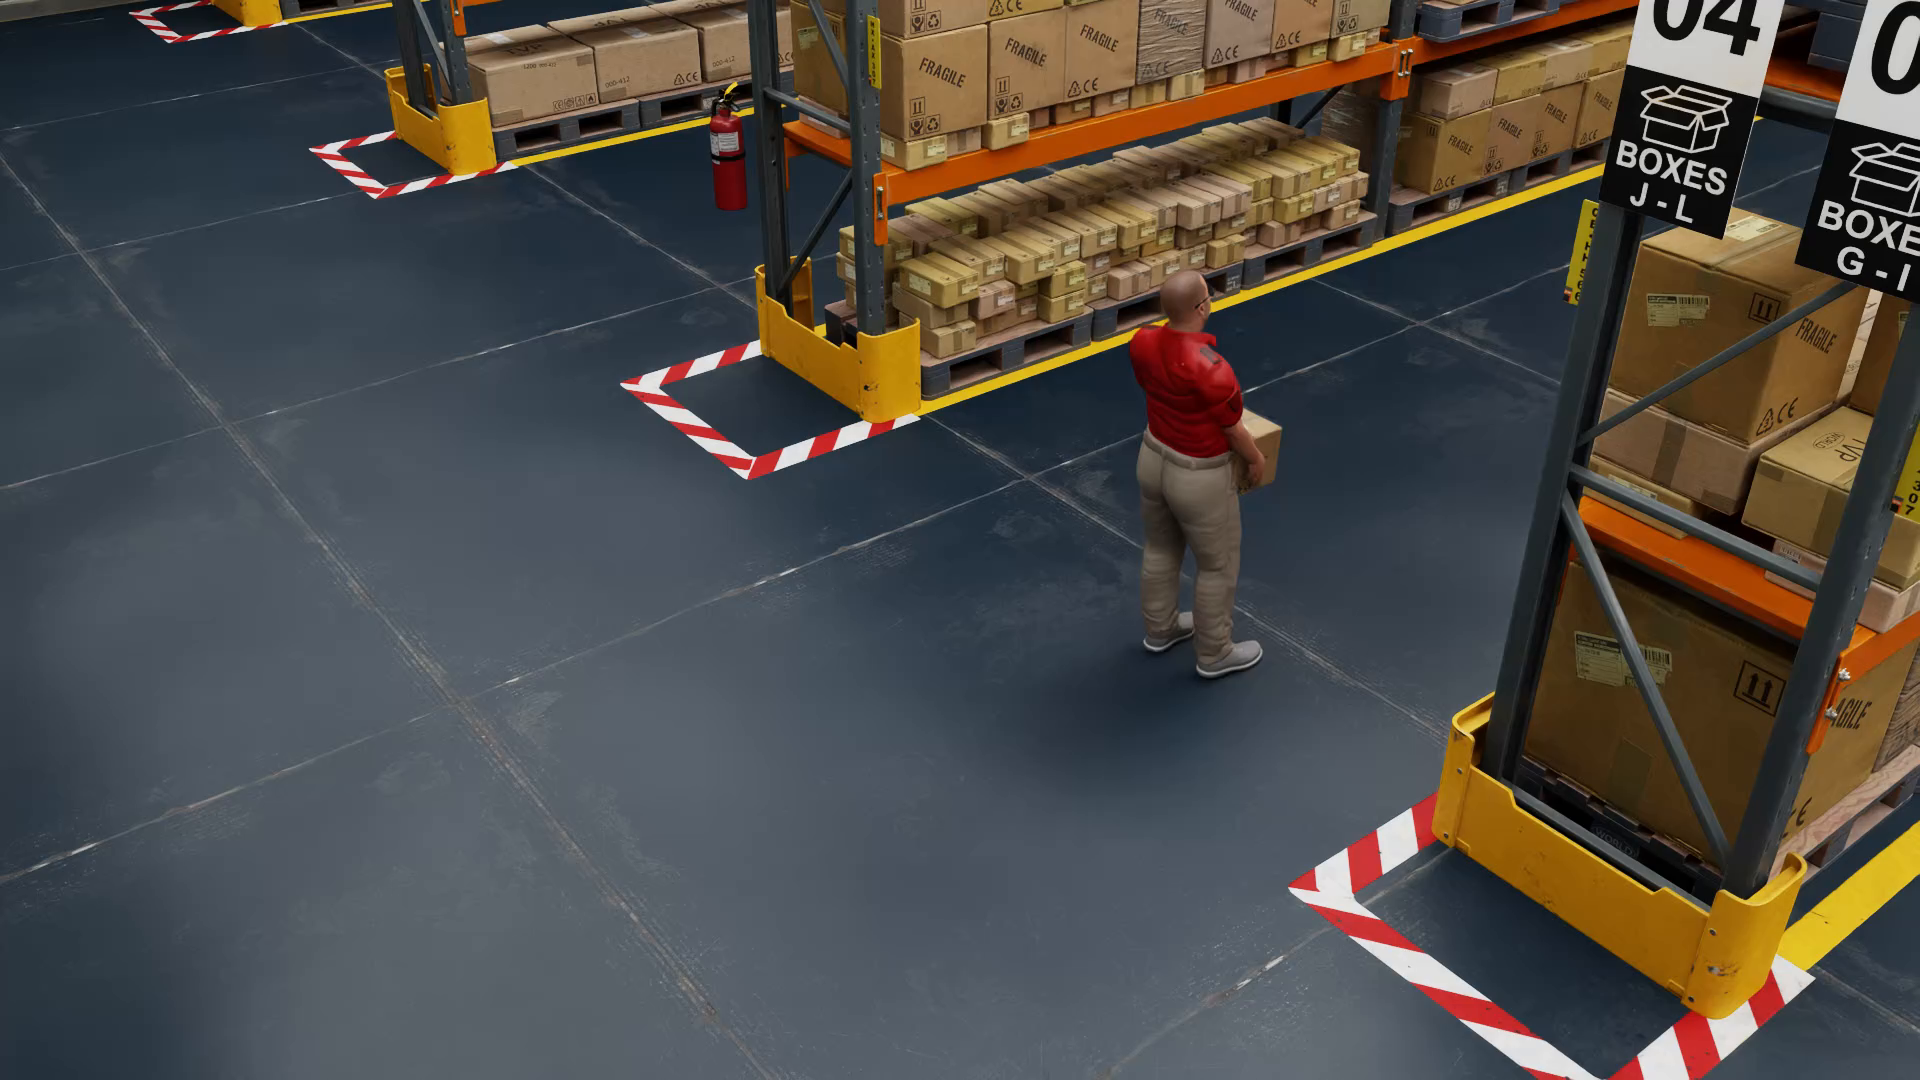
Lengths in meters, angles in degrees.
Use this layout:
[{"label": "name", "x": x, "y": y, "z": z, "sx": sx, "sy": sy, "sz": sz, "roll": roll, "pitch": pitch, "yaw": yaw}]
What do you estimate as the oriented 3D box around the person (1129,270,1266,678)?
[{"label": "person", "x": 0.949, "y": -0.274, "z": 6.588, "sx": 0.481, "sy": 1.729, "sz": 0.550, "roll": -22, "pitch": 38, "yaw": -31}]
